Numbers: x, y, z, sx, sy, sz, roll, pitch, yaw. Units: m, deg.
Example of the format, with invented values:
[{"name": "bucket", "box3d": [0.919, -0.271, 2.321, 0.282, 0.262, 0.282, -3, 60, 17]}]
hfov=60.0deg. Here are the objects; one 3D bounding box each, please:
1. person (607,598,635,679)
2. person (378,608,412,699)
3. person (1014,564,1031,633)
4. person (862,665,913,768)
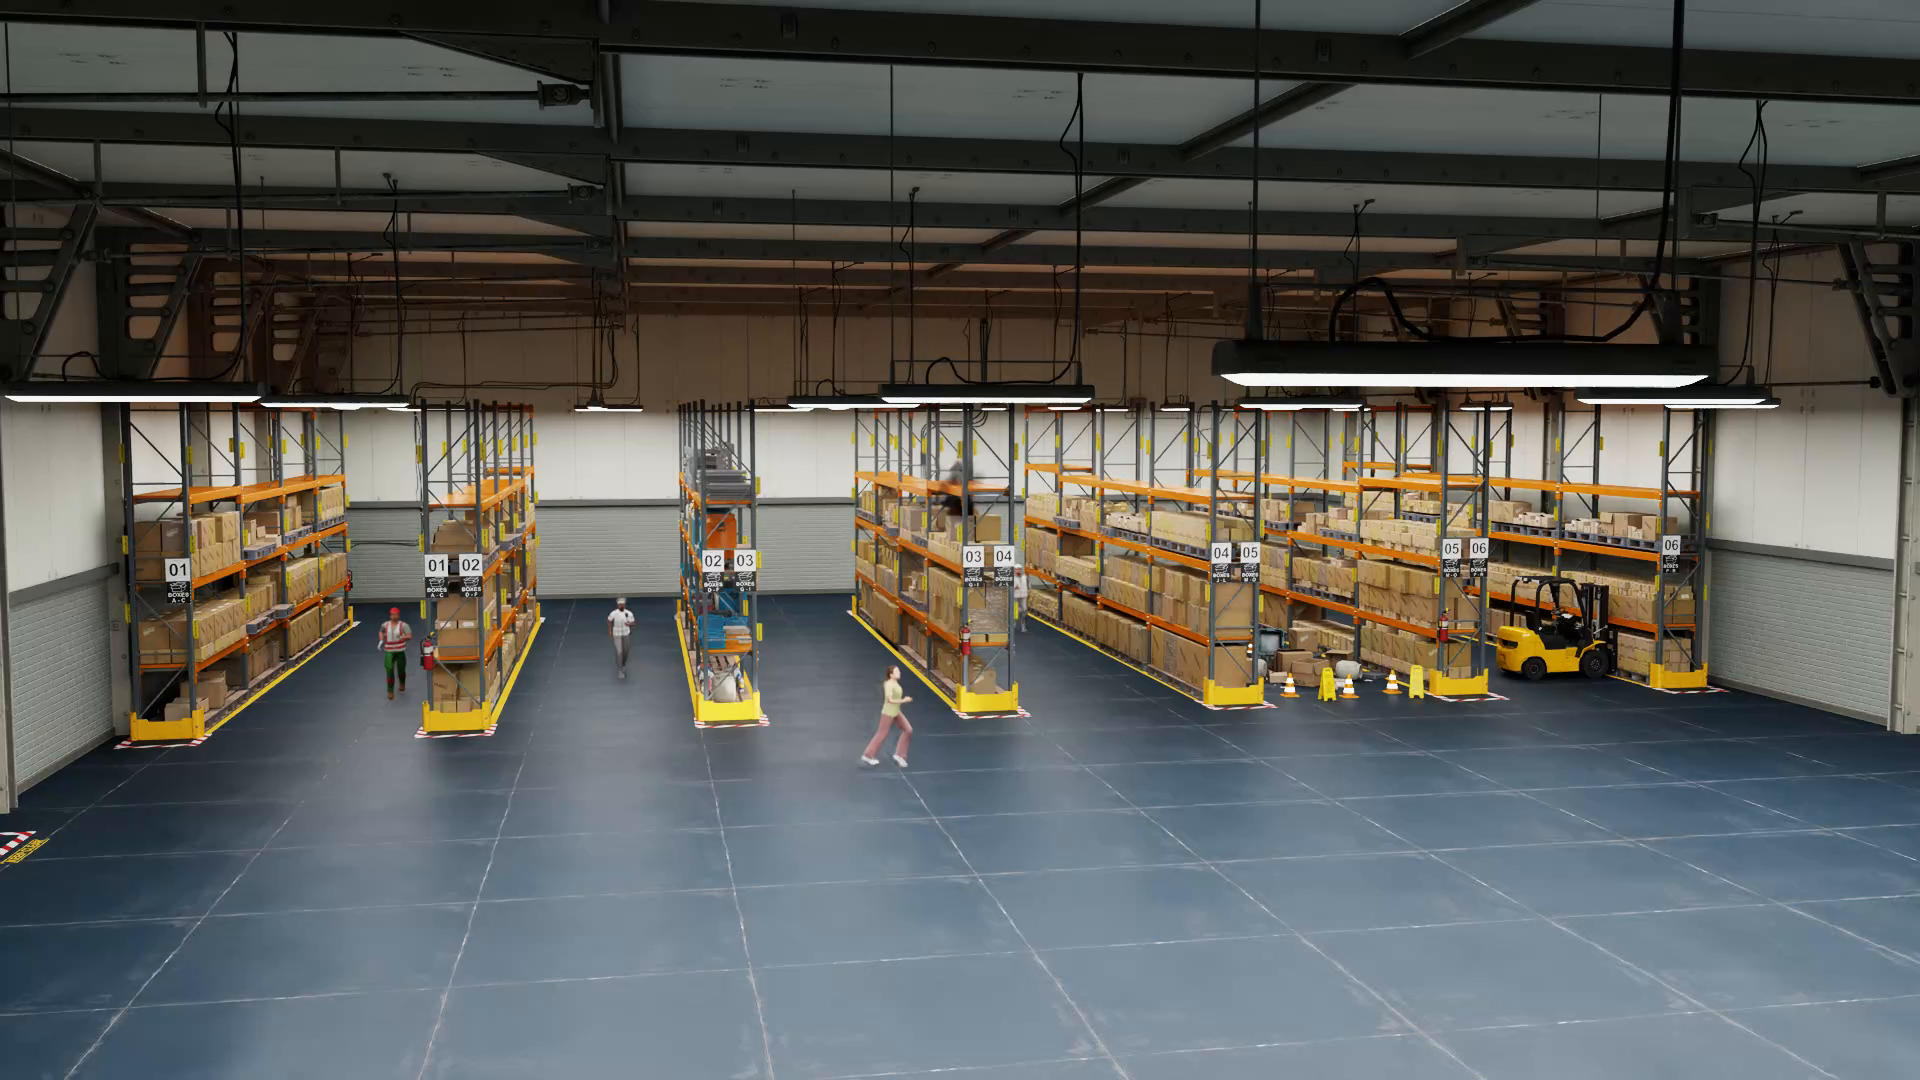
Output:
[{"name": "person", "box3d": [-7.401, 2.118, 36.385, 0.562, 1.716, 0.867, -2, 5, -22]}, {"name": "person", "box3d": [-11.429, 2.259, 33.650, 0.659, 1.786, 0.980, -1, 4, -13]}, {"name": "person", "box3d": [1.576, 1.525, 44.037, 0.659, 1.799, 0.882, -1, 4, -7]}, {"name": "person", "box3d": [-1.154, 2.858, 26.956, 0.857, 1.697, 0.581, 1, 4, 16]}]
